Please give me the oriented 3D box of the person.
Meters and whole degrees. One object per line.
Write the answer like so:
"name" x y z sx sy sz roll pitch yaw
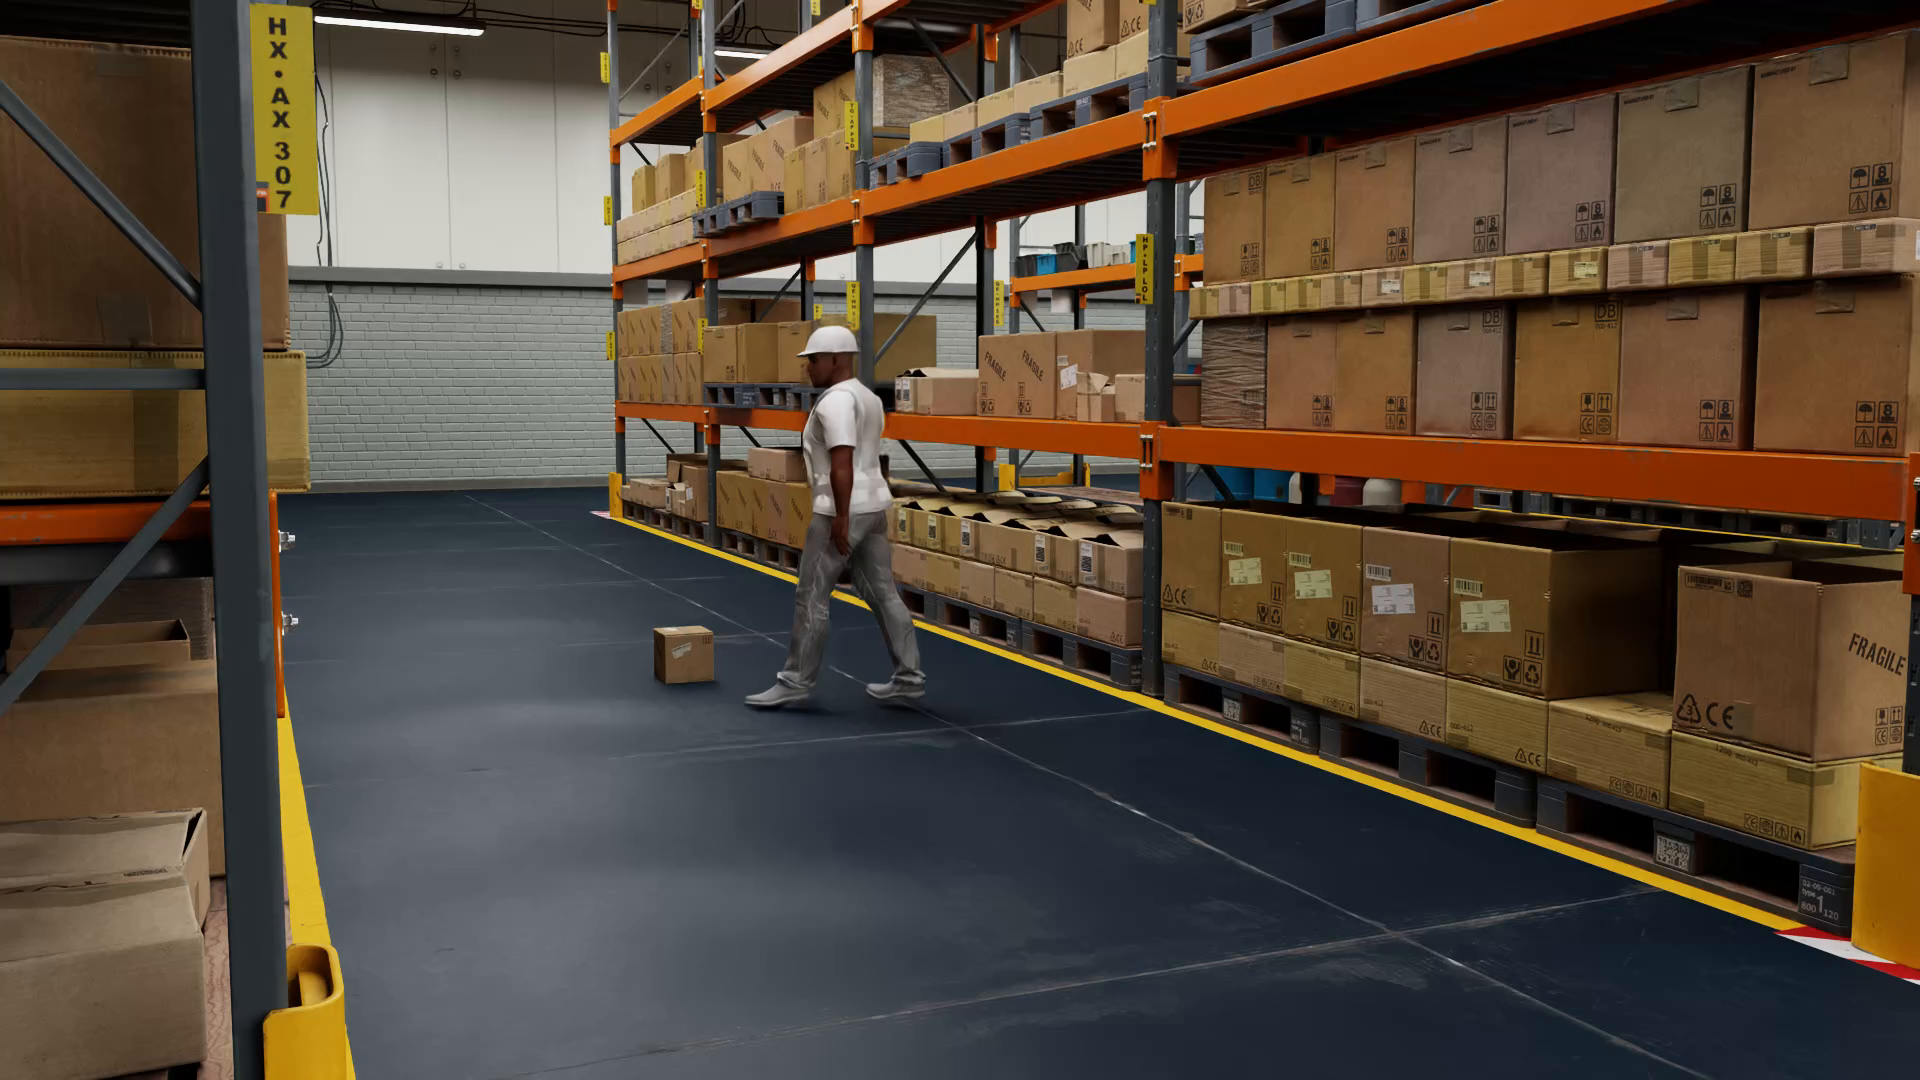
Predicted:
"person" -0.536 -0.111 7.719 0.807 1.756 0.581 2 6 22
